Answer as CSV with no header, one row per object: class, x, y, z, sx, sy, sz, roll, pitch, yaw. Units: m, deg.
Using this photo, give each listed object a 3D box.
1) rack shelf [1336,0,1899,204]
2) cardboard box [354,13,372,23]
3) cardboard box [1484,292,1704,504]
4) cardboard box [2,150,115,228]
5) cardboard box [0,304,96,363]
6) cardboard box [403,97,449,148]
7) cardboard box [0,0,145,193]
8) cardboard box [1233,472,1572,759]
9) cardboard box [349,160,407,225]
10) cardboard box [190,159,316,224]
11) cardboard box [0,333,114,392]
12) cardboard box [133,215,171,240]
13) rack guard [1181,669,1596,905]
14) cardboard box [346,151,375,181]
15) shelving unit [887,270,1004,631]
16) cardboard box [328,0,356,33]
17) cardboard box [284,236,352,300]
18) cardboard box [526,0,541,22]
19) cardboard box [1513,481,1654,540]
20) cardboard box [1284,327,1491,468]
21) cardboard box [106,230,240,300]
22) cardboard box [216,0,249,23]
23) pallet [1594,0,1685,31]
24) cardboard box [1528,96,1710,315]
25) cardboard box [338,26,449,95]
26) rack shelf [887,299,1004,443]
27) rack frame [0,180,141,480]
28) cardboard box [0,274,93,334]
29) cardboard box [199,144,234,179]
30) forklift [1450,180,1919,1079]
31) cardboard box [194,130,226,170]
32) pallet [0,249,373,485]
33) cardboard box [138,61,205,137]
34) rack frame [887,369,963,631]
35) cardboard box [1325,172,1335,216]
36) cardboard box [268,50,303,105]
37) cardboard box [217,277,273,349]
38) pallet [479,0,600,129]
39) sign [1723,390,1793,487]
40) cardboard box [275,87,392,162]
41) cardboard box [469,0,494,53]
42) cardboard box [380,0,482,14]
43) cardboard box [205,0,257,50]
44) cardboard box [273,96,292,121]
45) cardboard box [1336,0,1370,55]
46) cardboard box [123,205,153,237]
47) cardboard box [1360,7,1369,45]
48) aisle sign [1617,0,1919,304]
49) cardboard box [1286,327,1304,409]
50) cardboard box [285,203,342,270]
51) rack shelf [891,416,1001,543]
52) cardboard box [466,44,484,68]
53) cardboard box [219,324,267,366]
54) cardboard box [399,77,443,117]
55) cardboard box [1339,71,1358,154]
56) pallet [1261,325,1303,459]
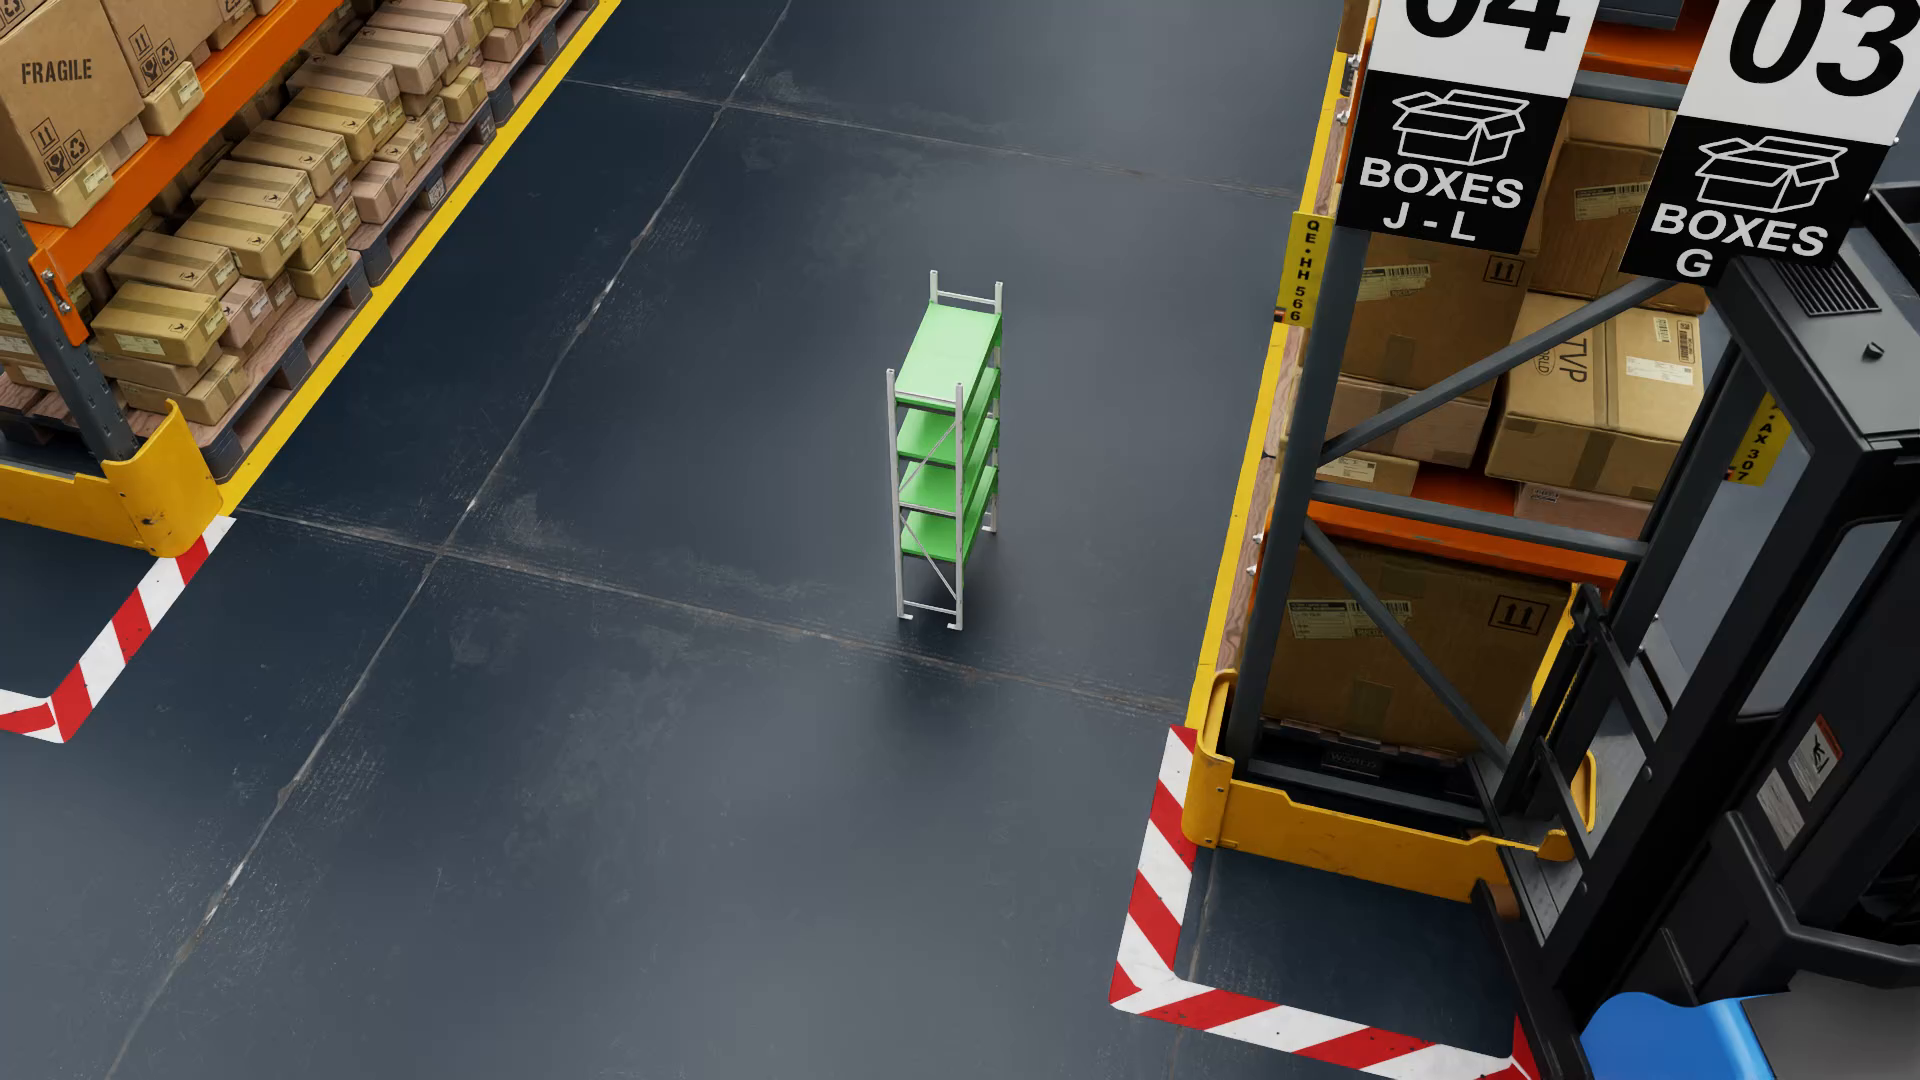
rack shelf,1.848,-2.247,4.712,1.077,0.370,4.000,12,50,10
cardboard box,-2.872,-2.507,7.885,0.380,0.149,0.250,9,49,8
cardboard box,1.708,-0.388,4.494,0.500,0.250,0.500,10,49,9
cardboard box,-3.036,-1.184,5.462,0.380,0.149,0.250,11,50,10
cardboard box,-3.574,-0.830,6.405,0.380,0.149,0.250,10,49,9
cardboard box,-2.565,-1.912,7.558,0.380,0.149,0.250,12,50,11
cardboard box,-3.052,-1.499,5.308,0.500,0.500,0.500,14,50,12
cardboard box,1.413,0.040,5.351,0.875,0.875,0.875,12,50,10
cardboard box,-2.644,-1.525,7.217,0.380,0.149,0.250,9,49,8
cardboard box,-2.840,-1.378,6.690,0.380,0.149,0.250,9,49,8
cardboard box,-3.500,-0.715,6.502,0.380,0.149,0.250,12,50,11
cardboard box,-3.438,-1.206,6.737,0.380,0.149,0.250,10,49,8
rack guard,1.315,0.799,5.212,1.175,0.500,0.348,12,50,10
cardboard box,-2.764,-1.681,7.156,0.380,0.149,0.250,14,50,12
shelving unit,-0.044,-0.277,5.694,0.258,1.200,0.503,12,50,10
cardboard box,-3.016,-2.434,7.622,0.380,0.149,0.250,13,50,11
cardboard box,-2.769,-1.159,6.893,0.380,0.149,0.250,12,50,10
cardboard box,-2.308,-2.664,8.222,0.380,0.149,0.250,13,50,11
cardboard box,1.733,-0.154,4.553,0.380,0.149,0.250,12,50,10
cardboard box,1.193,-0.497,4.590,0.500,0.250,0.500,11,49,9
cardboard box,-3.015,-1.025,6.379,0.380,0.149,0.250,12,50,11
cardboard box,-2.795,-2.243,5.964,0.500,0.500,0.500,12,50,11
pallet,1.507,-1.548,3.674,1.003,0.211,1.213,12,50,10
cardboard box,1.840,-0.998,4.532,0.500,0.500,0.500,10,49,9
cardboard box,-2.499,-2.117,7.342,0.380,0.149,0.250,10,49,9
rack shelf,-0.044,-0.553,5.383,0.258,0.148,0.480,12,50,10
rack frame,-3.437,-1.098,5.218,1.000,3.000,0.127,12,50,10
cardboard box,-3.542,-0.923,6.289,0.380,0.149,0.250,12,50,10
cardboard box,-3.315,-1.583,7.069,0.380,0.149,0.250,12,50,11
forklift,2.169,0.233,4.089,1.130,2.935,3.031,-5,49,-5
cardboard box,-3.329,-1.686,6.962,0.380,0.149,0.250,13,50,11
pallet,-3.169,-0.810,6.825,1.003,0.211,1.213,12,50,10
cardboard box,-2.886,-1.560,5.794,0.380,0.149,0.250,10,49,9
rack frame,-0.108,-0.101,5.539,0.240,1.200,0.015,12,50,10
cardboard box,1.365,-1.024,5.321,0.380,0.149,0.250,11,49,9
cardboard box,-3.111,-2.050,7.283,0.380,0.149,0.250,12,50,10
cardboard box,-2.925,-0.907,6.473,0.380,0.149,0.250,11,50,10
pallet,-2.527,-2.575,8.382,1.003,0.211,1.213,12,50,10
sign,1.855,-0.245,3.835,0.100,0.325,0.005,12,50,10
cardboard box,-2.644,-1.758,7.025,0.380,0.149,0.250,12,50,11
cardboard box,-2.434,-2.437,7.823,0.380,0.149,0.250,12,50,10
cardboard box,-2.458,-2.528,7.705,0.380,0.149,0.250,13,50,11
cardboard box,-2.855,-1.966,6.152,0.380,0.149,0.250,11,50,10
cardboard box,-3.184,-1.969,7.411,0.380,0.149,0.250,12,50,10
cardboard box,2.523,-2.842,7.894,1.225,0.875,0.875,12,50,10
cardboard box,-3.475,-1.306,6.626,0.380,0.149,0.250,11,49,9
cardboard box,1.635,-1.770,5.979,0.380,0.149,0.250,12,50,10
aisle sign,1.592,-0.795,3.217,0.394,0.787,0.004,12,50,10
cardboard box,1.164,-0.474,4.835,0.380,0.149,0.250,12,50,10
cardboard box,-2.774,-1.266,6.789,0.380,0.149,0.250,13,50,11
rack shelf,-0.044,-0.235,5.742,0.258,0.148,0.480,12,50,10
cardboard box,-2.502,-2.294,7.895,0.380,0.149,0.250,10,49,9
cardboard box,-3.001,-0.814,6.590,0.380,0.149,0.250,11,50,10
cardboard box,-2.572,-2.059,7.489,0.380,0.149,0.250,9,49,8
cardboard box,1.461,-1.232,5.239,0.500,0.250,0.500,10,49,9
pallet,1.779,-0.596,6.636,1.003,0.211,1.213,12,50,10
